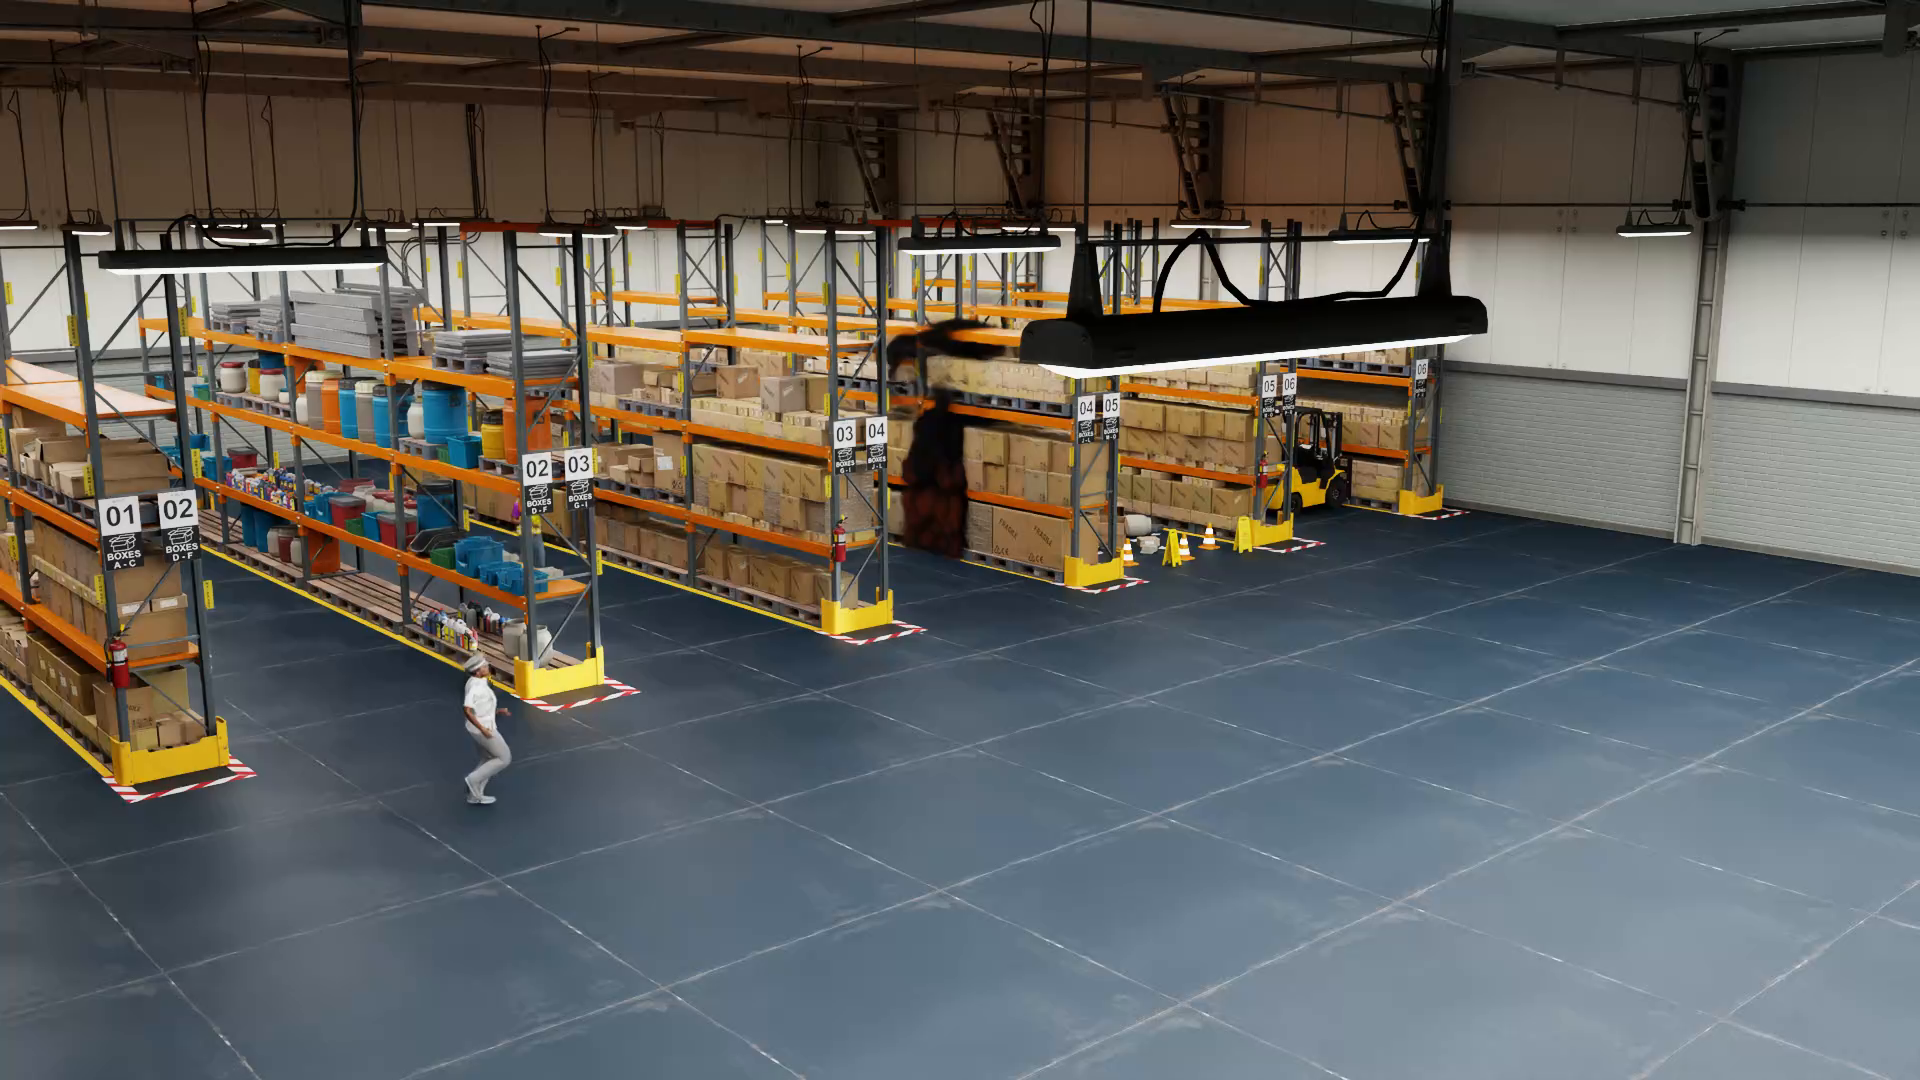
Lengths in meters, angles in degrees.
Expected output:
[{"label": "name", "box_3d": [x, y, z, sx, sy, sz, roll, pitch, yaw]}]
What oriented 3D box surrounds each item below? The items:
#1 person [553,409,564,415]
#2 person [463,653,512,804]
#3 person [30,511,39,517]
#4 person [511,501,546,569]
[{"label": "person", "box_3d": [-9.440, -2.245, 38.887, 0.643, 1.616, 0.496, -1, 12, -7]}, {"label": "person", "box_3d": [-5.049, 2.010, 17.743, 0.550, 1.661, 0.568, -5, 12, -23]}, {"label": "person", "box_3d": [-17.516, -0.753, 31.026, 1.110, 1.752, 0.717, 8, 14, 33]}, {"label": "person", "box_3d": [-7.219, -0.078, 27.777, 0.908, 1.776, 0.695, 6, 13, 29]}]
